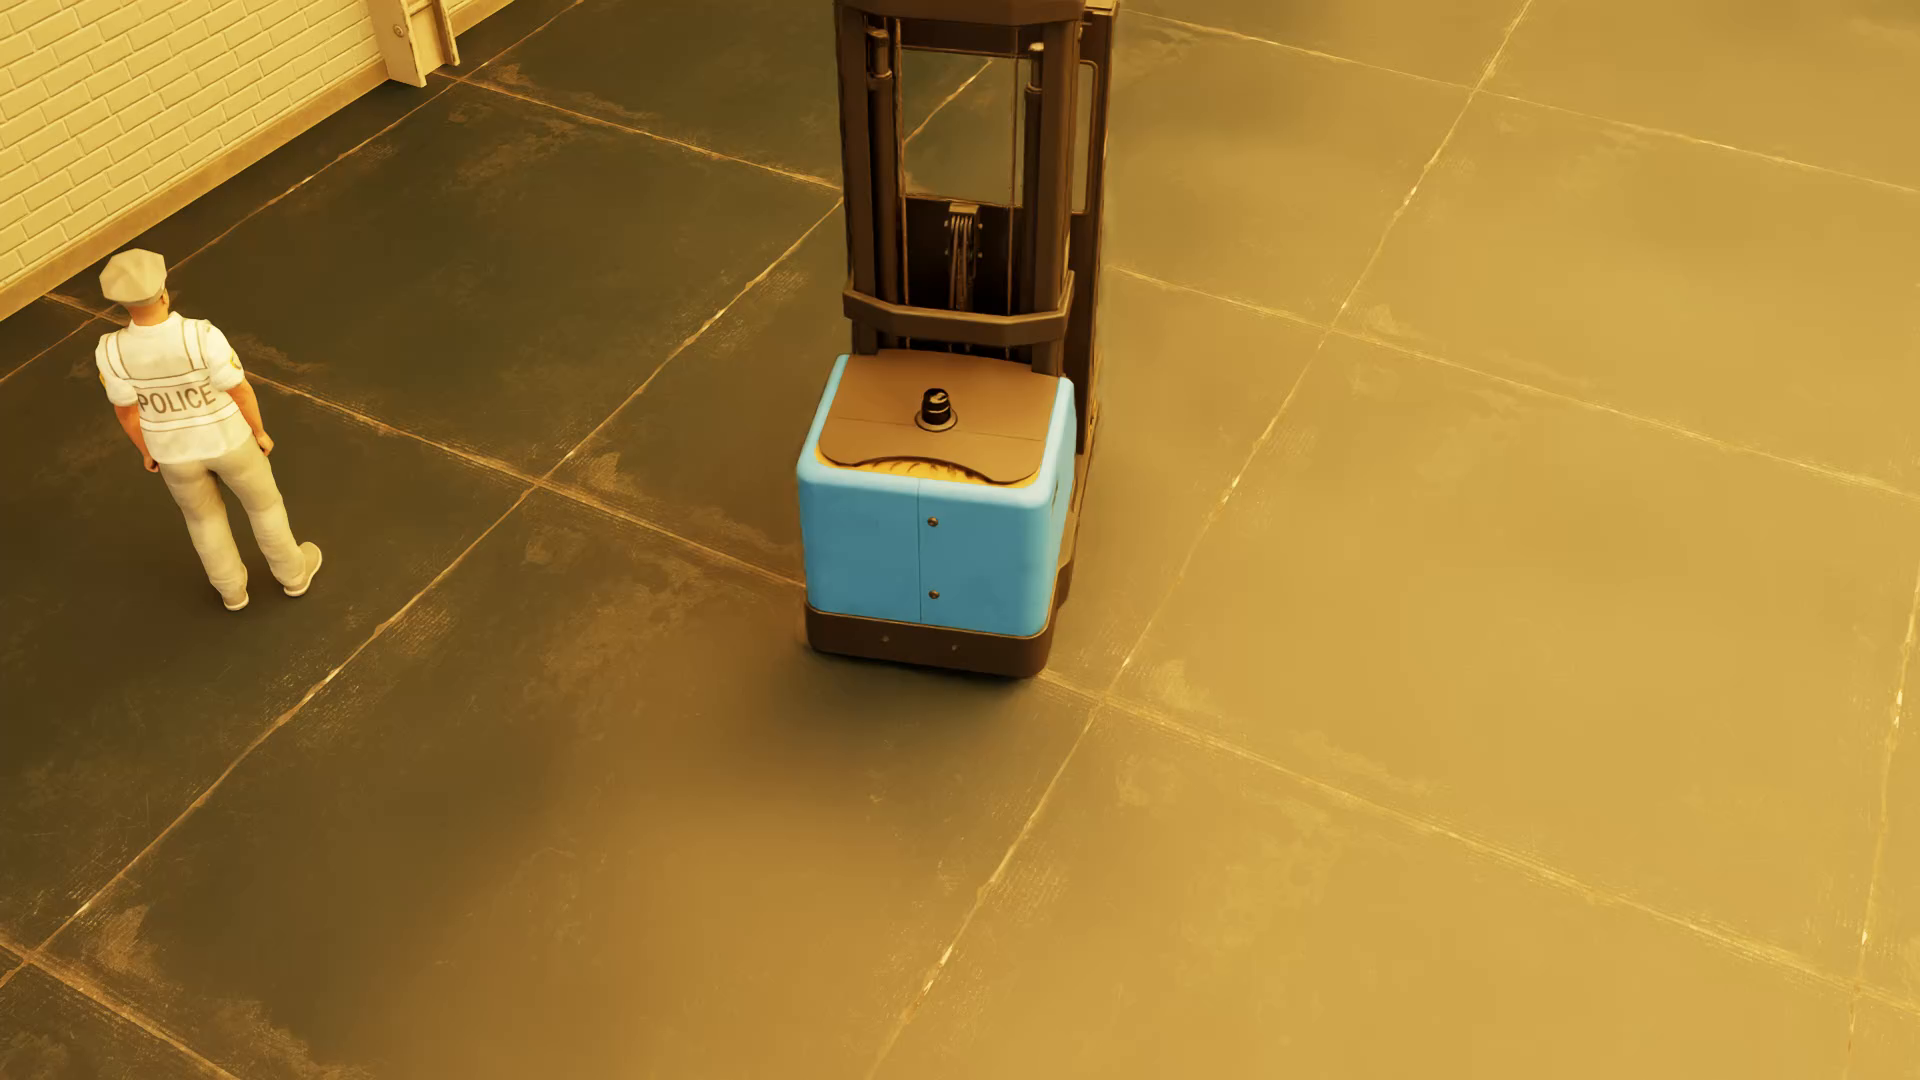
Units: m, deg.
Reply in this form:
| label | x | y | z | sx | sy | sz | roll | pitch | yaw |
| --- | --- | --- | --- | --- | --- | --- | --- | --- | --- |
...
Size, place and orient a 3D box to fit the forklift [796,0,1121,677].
| label | x | y | z | sx | sy | sz | roll | pitch | yaw |
| --- | --- | --- | --- | --- | --- | --- | --- | --- | --- |
| forklift | 0.096 | -1.503 | 7.250 | 1.130 | 2.935 | 3.031 | 7 | 44 | 7 |

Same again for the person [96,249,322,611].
| label | x | y | z | sx | sy | sz | roll | pitch | yaw |
| --- | --- | --- | --- | --- | --- | --- | --- | --- | --- |
| person | -3.169 | -0.435 | 6.963 | 0.523 | 1.774 | 0.396 | -11 | 44 | -11 |
